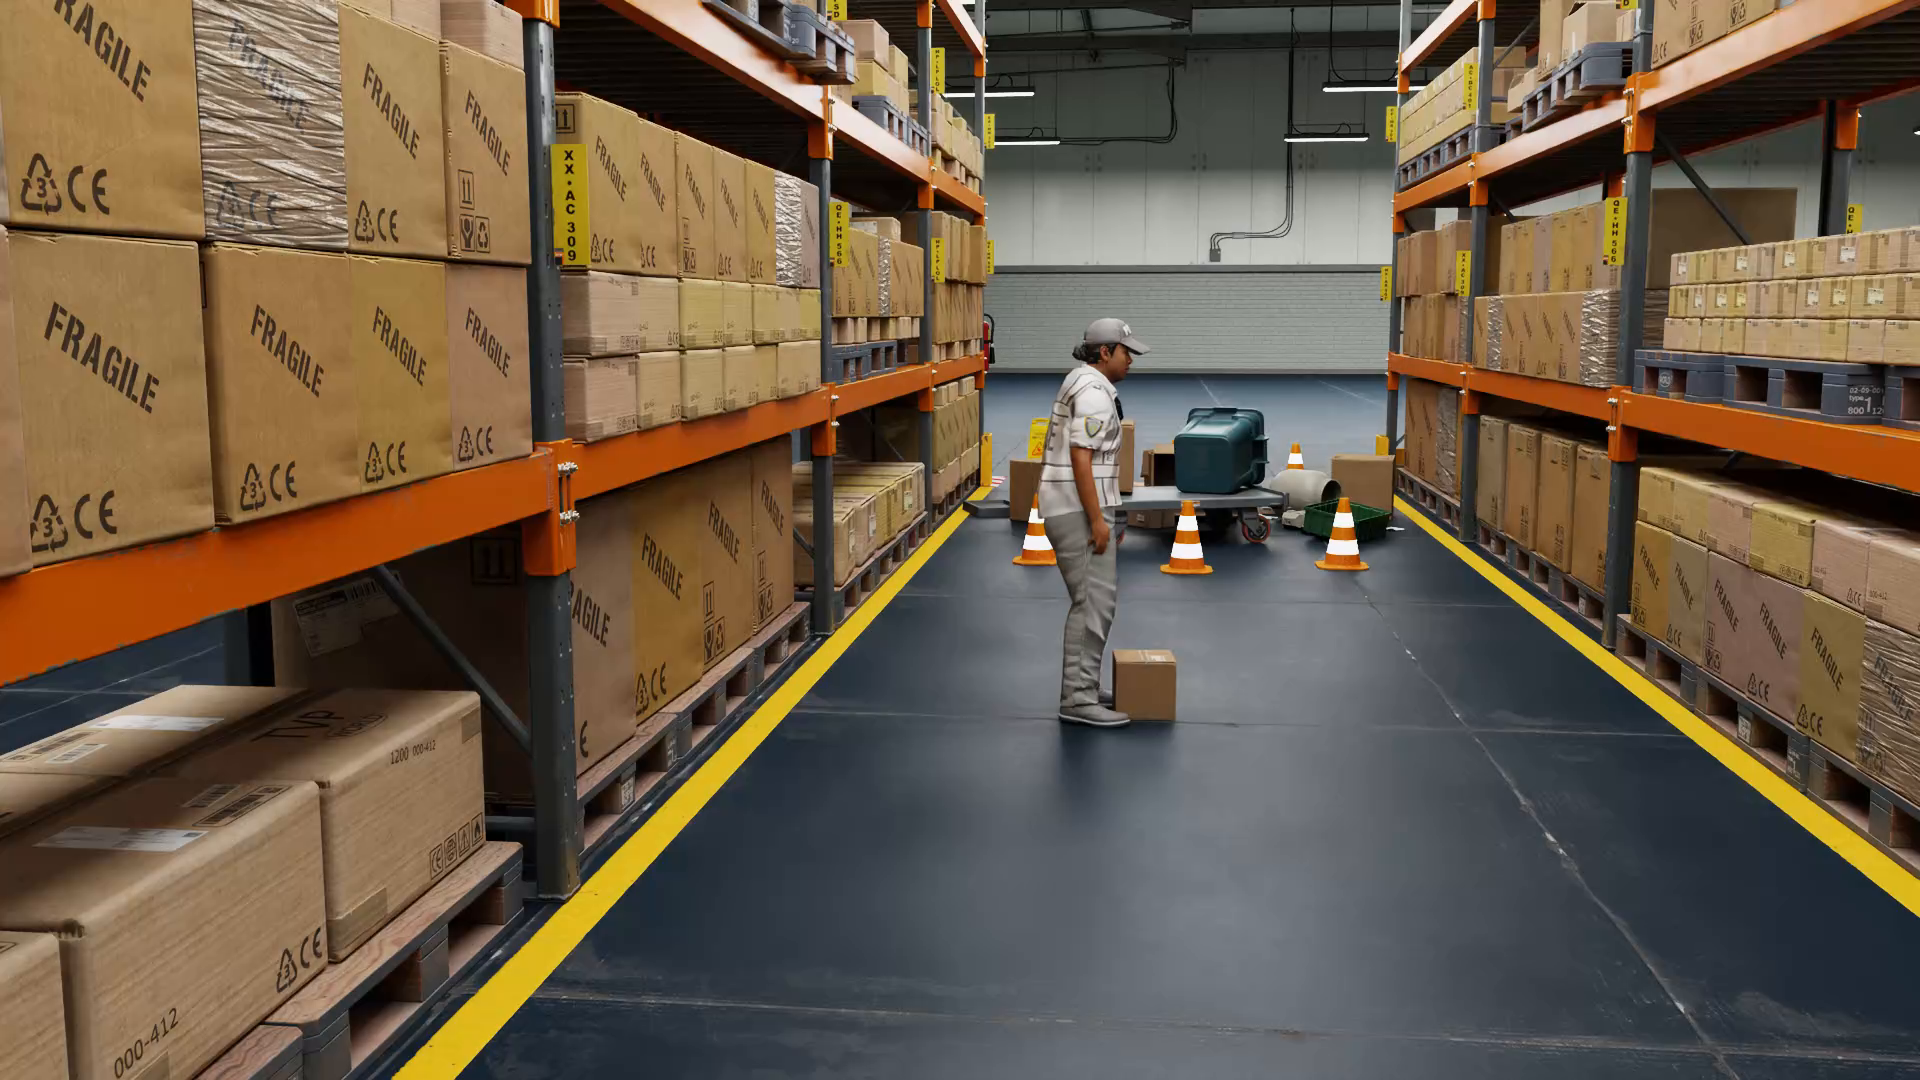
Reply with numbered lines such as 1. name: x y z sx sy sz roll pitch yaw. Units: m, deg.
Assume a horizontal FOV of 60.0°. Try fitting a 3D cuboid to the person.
1. person: 0.555 -0.092 6.957 0.471 1.665 0.561 0 8 3
